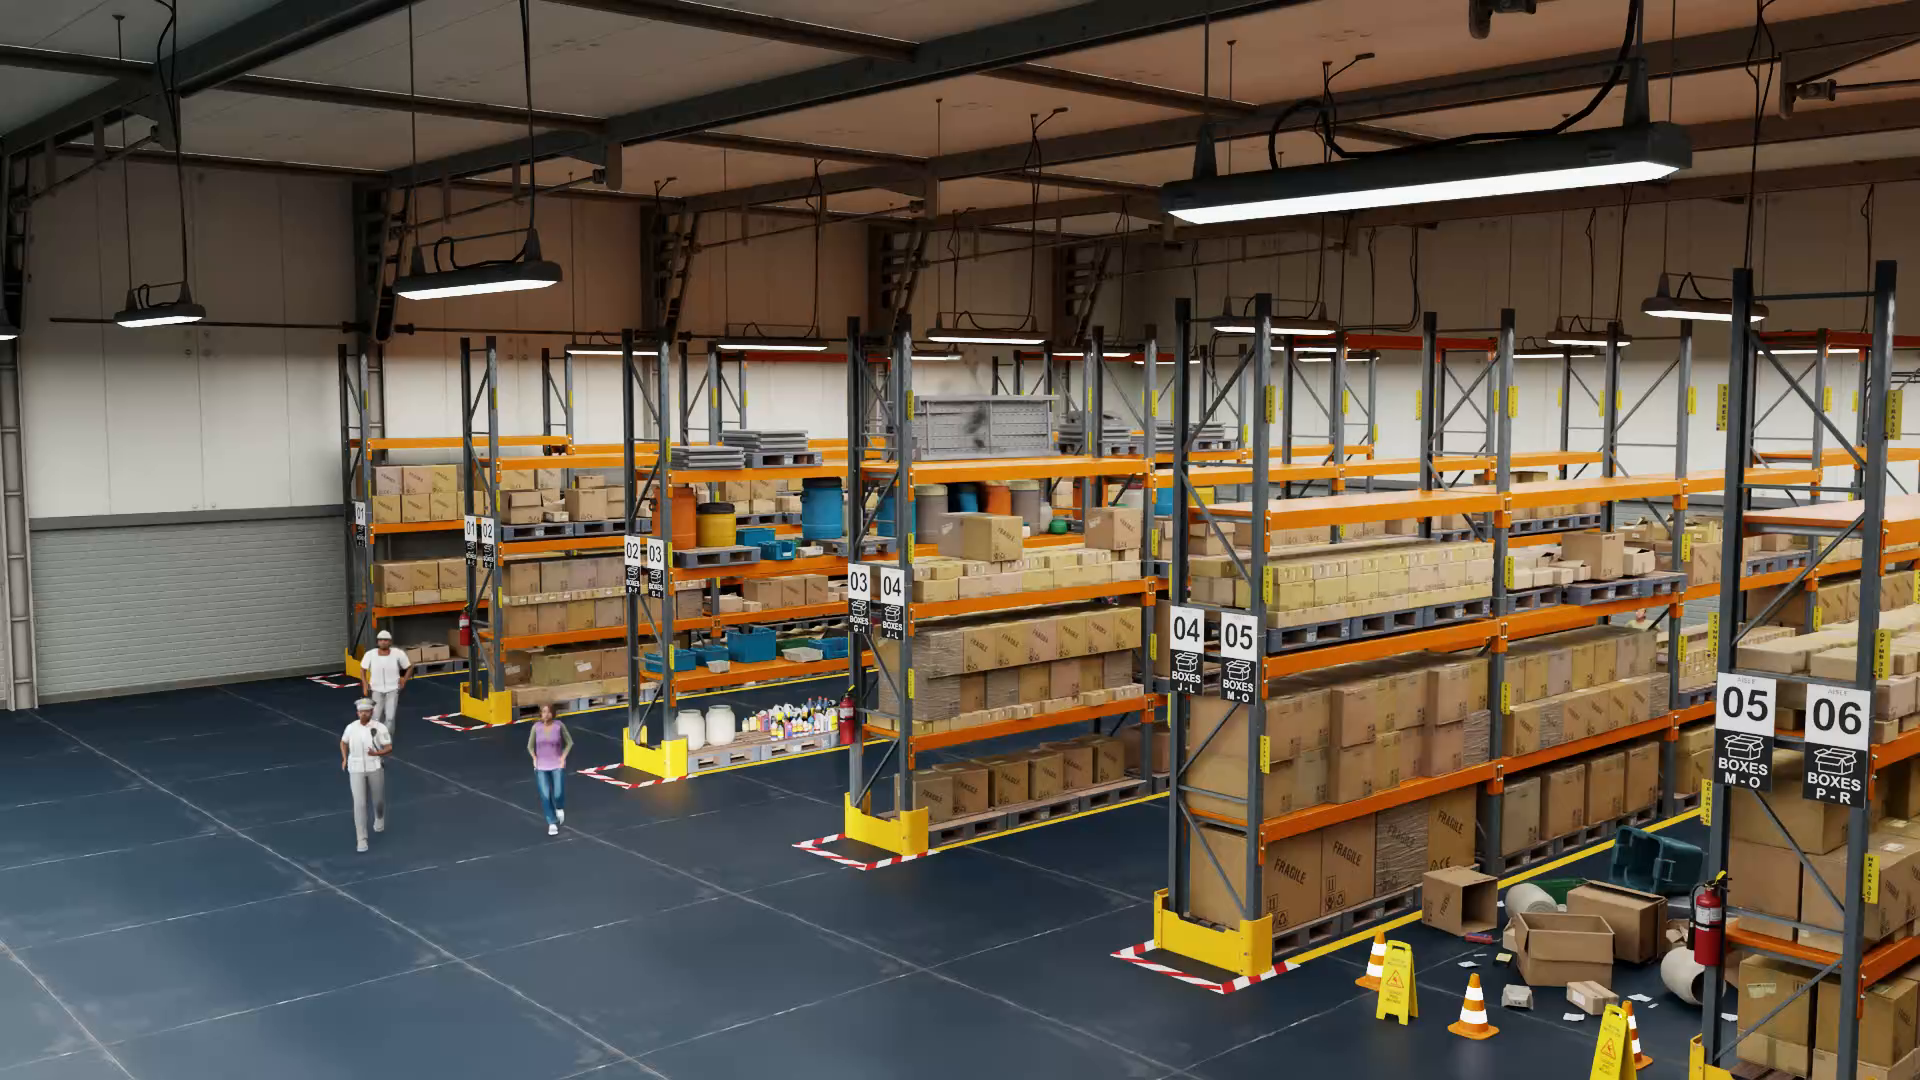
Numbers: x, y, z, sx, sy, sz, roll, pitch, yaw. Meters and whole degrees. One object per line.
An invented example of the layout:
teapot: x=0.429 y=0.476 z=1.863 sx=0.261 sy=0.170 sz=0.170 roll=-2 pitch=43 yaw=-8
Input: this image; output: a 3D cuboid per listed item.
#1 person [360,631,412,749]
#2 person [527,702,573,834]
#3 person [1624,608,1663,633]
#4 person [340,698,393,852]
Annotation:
person: x=-8.270 y=2.159 z=23.986 sx=0.715 sy=1.734 sz=0.577 roll=-1 pitch=5 yaw=-16
person: x=-4.776 y=2.657 z=19.356 sx=0.512 sy=1.554 sz=0.530 roll=-1 pitch=5 yaw=-8
person: x=11.150 y=1.906 z=27.260 sx=0.603 sy=1.736 sz=0.659 roll=4 pitch=6 yaw=36
person: x=-6.756 y=2.617 z=18.907 sx=0.565 sy=1.674 sz=0.924 roll=-1 pitch=5 yaw=-15
